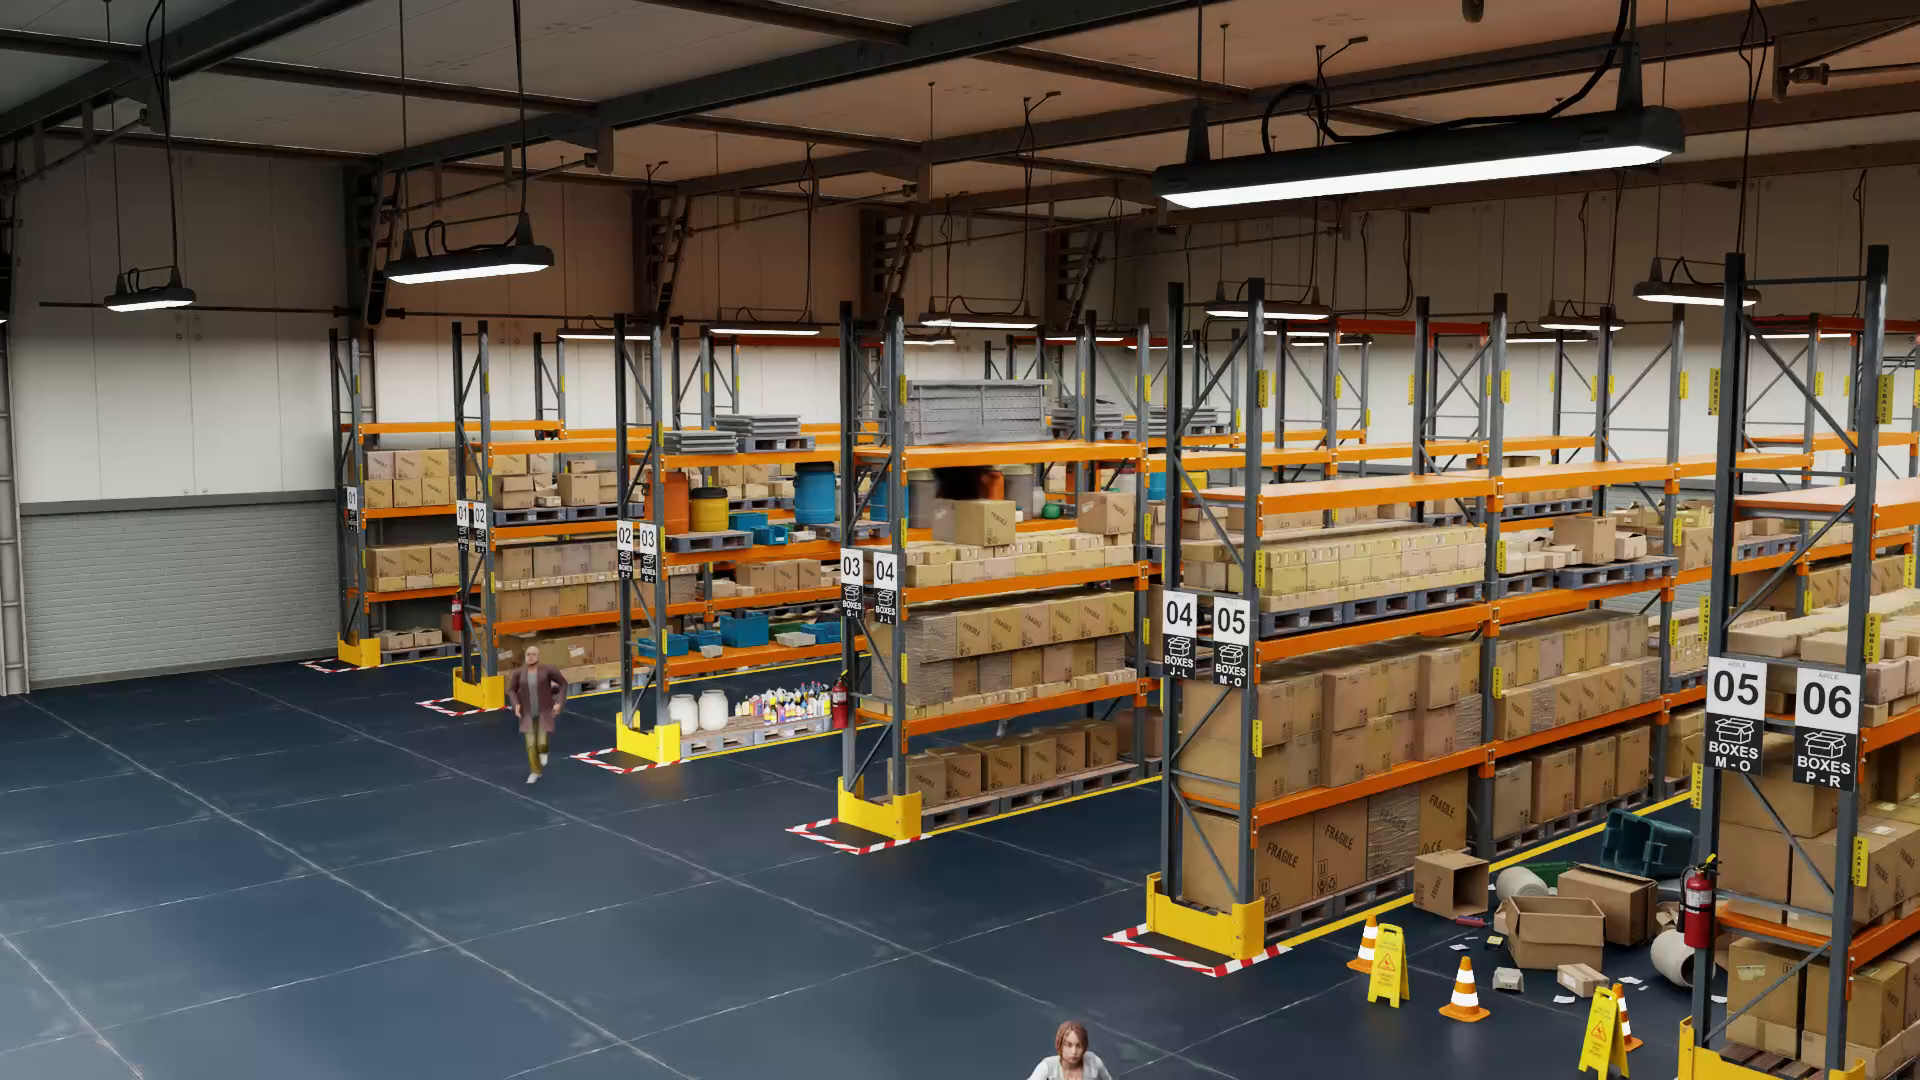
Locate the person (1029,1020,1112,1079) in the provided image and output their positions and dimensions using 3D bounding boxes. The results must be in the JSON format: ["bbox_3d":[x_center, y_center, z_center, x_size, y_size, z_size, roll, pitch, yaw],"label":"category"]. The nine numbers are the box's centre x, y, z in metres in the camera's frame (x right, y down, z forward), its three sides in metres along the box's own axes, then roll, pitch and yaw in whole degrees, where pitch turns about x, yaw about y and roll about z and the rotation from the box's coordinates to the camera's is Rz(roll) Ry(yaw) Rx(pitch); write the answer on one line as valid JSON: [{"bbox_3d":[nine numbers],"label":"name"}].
[{"bbox_3d":[0.606,3.457,9.436,0.566,1.588,0.868,0,6,-4],"label":"person"}]

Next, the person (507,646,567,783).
[{"bbox_3d":[-5.394,2.212,21.229,0.741,1.745,0.706,0,6,-3],"label":"person"}]

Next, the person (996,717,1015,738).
[{"bbox_3d":[0.569,1.802,23.040,0.632,1.837,0.705,4,7,37],"label":"person"}]
